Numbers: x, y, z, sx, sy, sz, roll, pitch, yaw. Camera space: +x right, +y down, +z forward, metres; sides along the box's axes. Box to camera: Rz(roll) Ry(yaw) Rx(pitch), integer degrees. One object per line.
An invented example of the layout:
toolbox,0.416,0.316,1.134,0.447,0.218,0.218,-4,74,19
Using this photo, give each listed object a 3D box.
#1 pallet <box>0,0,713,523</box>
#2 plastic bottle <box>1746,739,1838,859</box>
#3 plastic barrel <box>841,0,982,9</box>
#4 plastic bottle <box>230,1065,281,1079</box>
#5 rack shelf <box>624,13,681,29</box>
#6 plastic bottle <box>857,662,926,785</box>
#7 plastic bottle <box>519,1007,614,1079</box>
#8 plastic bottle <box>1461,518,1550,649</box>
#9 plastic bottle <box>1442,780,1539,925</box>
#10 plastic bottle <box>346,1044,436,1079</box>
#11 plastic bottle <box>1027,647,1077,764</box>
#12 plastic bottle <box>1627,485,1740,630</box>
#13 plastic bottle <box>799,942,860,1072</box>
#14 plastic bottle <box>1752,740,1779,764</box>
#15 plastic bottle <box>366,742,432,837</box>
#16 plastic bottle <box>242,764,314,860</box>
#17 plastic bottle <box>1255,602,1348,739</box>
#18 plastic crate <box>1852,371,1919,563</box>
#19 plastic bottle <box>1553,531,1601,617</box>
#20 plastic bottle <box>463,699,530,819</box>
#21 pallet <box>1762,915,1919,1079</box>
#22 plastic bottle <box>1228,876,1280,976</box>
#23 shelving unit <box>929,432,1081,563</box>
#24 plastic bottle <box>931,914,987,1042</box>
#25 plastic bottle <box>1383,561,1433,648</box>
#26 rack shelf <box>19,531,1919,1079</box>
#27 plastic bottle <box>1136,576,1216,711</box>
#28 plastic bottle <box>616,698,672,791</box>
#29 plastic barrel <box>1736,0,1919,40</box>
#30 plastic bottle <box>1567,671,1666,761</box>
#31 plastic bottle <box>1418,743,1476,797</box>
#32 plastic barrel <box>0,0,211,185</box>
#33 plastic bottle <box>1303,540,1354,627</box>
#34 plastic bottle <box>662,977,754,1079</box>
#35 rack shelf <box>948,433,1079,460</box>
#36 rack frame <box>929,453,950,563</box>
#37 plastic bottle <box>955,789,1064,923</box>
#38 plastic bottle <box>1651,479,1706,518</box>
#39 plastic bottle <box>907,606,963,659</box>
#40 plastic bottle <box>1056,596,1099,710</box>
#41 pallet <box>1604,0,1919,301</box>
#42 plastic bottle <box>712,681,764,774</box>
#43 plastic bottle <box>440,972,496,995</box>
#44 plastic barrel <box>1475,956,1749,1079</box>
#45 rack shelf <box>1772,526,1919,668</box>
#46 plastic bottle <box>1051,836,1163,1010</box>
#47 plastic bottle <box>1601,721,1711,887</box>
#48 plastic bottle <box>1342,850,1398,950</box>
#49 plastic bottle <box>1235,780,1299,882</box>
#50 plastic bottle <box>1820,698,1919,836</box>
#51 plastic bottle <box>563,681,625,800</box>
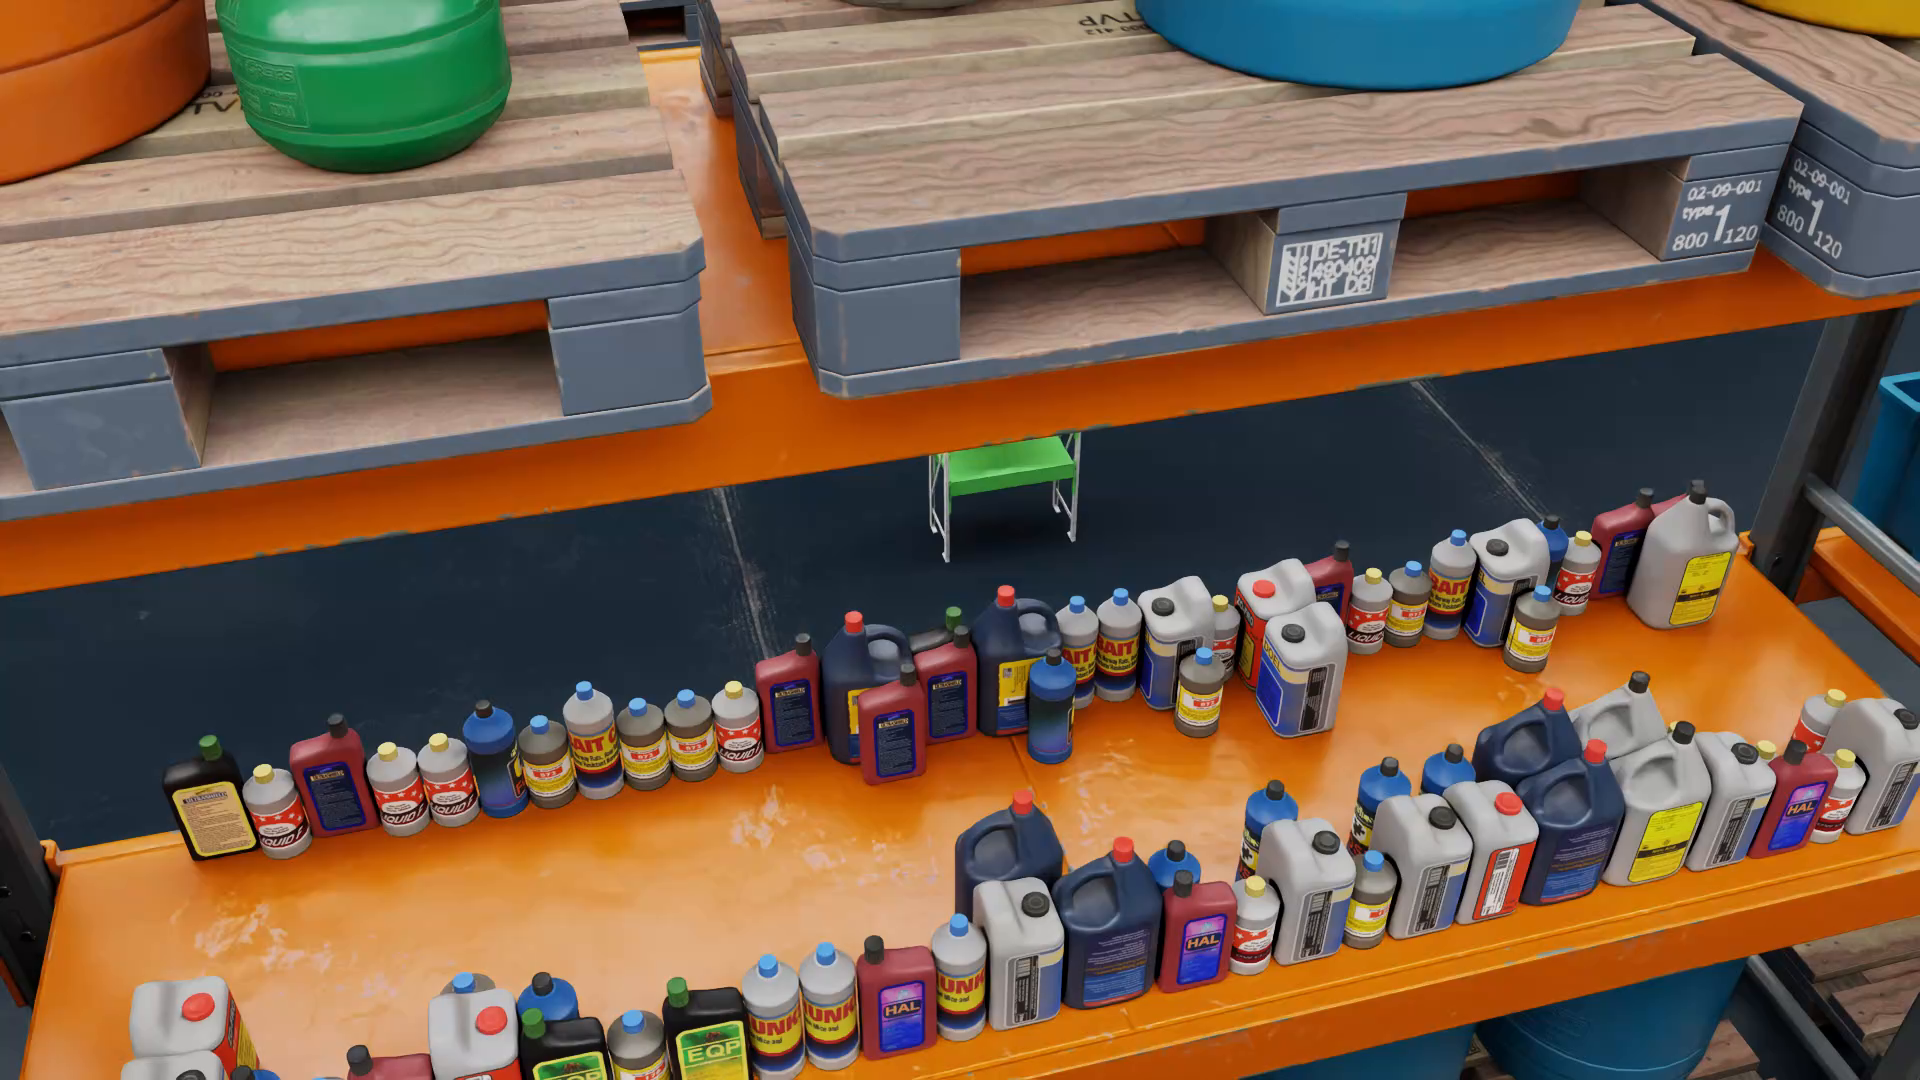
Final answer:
pallet,-0.974,-0.414,2.009,1.213,0.211,1.003,-9,38,-12
plastic bottle,1.616,0.494,3.231,0.133,0.283,0.061,-9,38,-12
plastic barrel,-0.065,-1.015,2.182,0.433,0.535,0.433,0,37,0
plastic bottle,-1.117,0.936,2.663,0.097,0.271,0.097,0,37,0
rack shelf,-1.095,-2.171,7.211,4.000,0.370,1.077,-9,38,-12
plastic bottle,-0.139,0.372,3.390,0.133,0.283,0.061,-9,38,-12
plastic bottle,-0.648,0.866,2.745,0.133,0.283,0.061,-9,38,-12
plastic bottle,1.224,0.090,3.766,0.135,0.276,0.152,-9,38,-12
plastic bottle,0.988,0.572,3.136,0.135,0.276,0.152,-9,38,-12
plastic bottle,-0.906,0.908,2.690,0.133,0.283,0.061,-9,38,-12
plastic bottle,0.190,0.335,3.450,0.097,0.271,0.097,0,37,0
plastic bottle,1.661,0.024,3.790,0.185,0.351,0.144,-9,38,-12
plastic bottle,-0.224,0.790,2.855,0.097,0.271,0.097,0,37,0
plastic bottle,1.578,0.483,3.313,0.097,0.201,0.097,0,37,0
plastic bottle,-1.119,0.487,3.309,0.097,0.201,0.097,0,37,0
plastic bottle,-1.342,0.523,3.261,0.097,0.201,0.097,0,37,0
plastic bottle,0.723,0.268,3.533,0.135,0.276,0.152,-9,38,-12
plastic crate,2.486,-0.159,3.953,0.575,0.384,0.392,-9,38,-12
plastic bottle,1.423,0.069,3.854,0.097,0.201,0.097,0,37,0
plastic bottle,-0.932,0.428,3.328,0.097,0.271,0.097,0,37,0
pallet,2.824,1.101,4.637,1.213,0.211,1.003,-9,38,-12
plastic bottle,0.530,0.694,3.038,0.097,0.201,0.097,0,37,0
shelving unit,0.160,-0.503,5.920,0.503,1.200,0.258,-9,38,-12
plastic bottle,-0.002,0.753,2.903,0.097,0.271,0.097,0,37,0
plastic bottle,1.011,0.137,3.766,0.097,0.201,0.097,0,37,0
rack shelf,0.193,0.735,3.412,4.000,0.370,1.077,-9,38,-12
plastic bottle,0.460,0.215,3.602,0.135,0.276,0.152,-9,38,-12
plastic bottle,-0.650,0.410,3.409,0.097,0.201,0.097,0,37,0
plastic barrel,1.296,-1.037,2.167,0.600,0.588,0.600,0,37,0
plastic bottle,1.284,0.405,3.292,0.185,0.351,0.144,-9,38,-12
plastic bottle,0.938,0.503,3.229,0.097,0.271,0.097,0,37,0
plastic barrel,-1.189,-0.851,1.725,0.708,0.830,0.600,-9,38,-12
plastic bottle,0.801,0.127,3.711,0.133,0.283,0.061,-9,38,-12
plastic bottle,-0.425,0.829,2.793,0.133,0.283,0.061,-9,38,-12
rack shelf,0.160,-0.452,5.959,0.480,0.148,0.258,-9,38,-12
rack frame,-0.076,-0.464,5.869,0.015,1.200,0.240,-9,38,-12
plastic bottle,0.089,0.596,3.042,0.185,0.351,0.144,-9,38,-12
plastic bottle,1.659,-0.013,3.895,0.133,0.283,0.061,-9,38,-12
plastic bottle,-0.048,0.267,3.529,0.133,0.283,0.061,-9,38,-12
plastic bottle,0.247,0.235,3.580,0.097,0.271,0.097,0,37,0
pallet,1.393,-0.802,2.517,1.003,0.211,1.213,-9,38,-12
plastic bottle,-0.462,0.379,3.450,0.097,0.201,0.097,0,37,0
plastic bottle,-0.840,0.823,2.869,0.097,0.201,0.097,0,37,0
plastic barrel,1.594,0.875,4.018,0.708,0.901,0.600,-9,38,-12
rack shelf,4.055,0.101,4.241,4.000,0.370,1.077,-9,38,-12
plastic bottle,0.258,0.664,2.954,0.185,0.351,0.144,-9,38,-12
plastic bottle,1.322,0.490,3.182,0.185,0.351,0.144,-9,38,-12
plastic bottle,0.753,0.657,3.086,0.097,0.201,0.097,0,37,0
plastic bottle,0.584,0.561,3.153,0.097,0.271,0.097,0,37,0
plastic bottle,1.828,0.434,3.316,0.135,0.276,0.152,-9,38,-12
plastic bottle,-0.744,0.397,3.368,0.097,0.271,0.097,0,37,0
